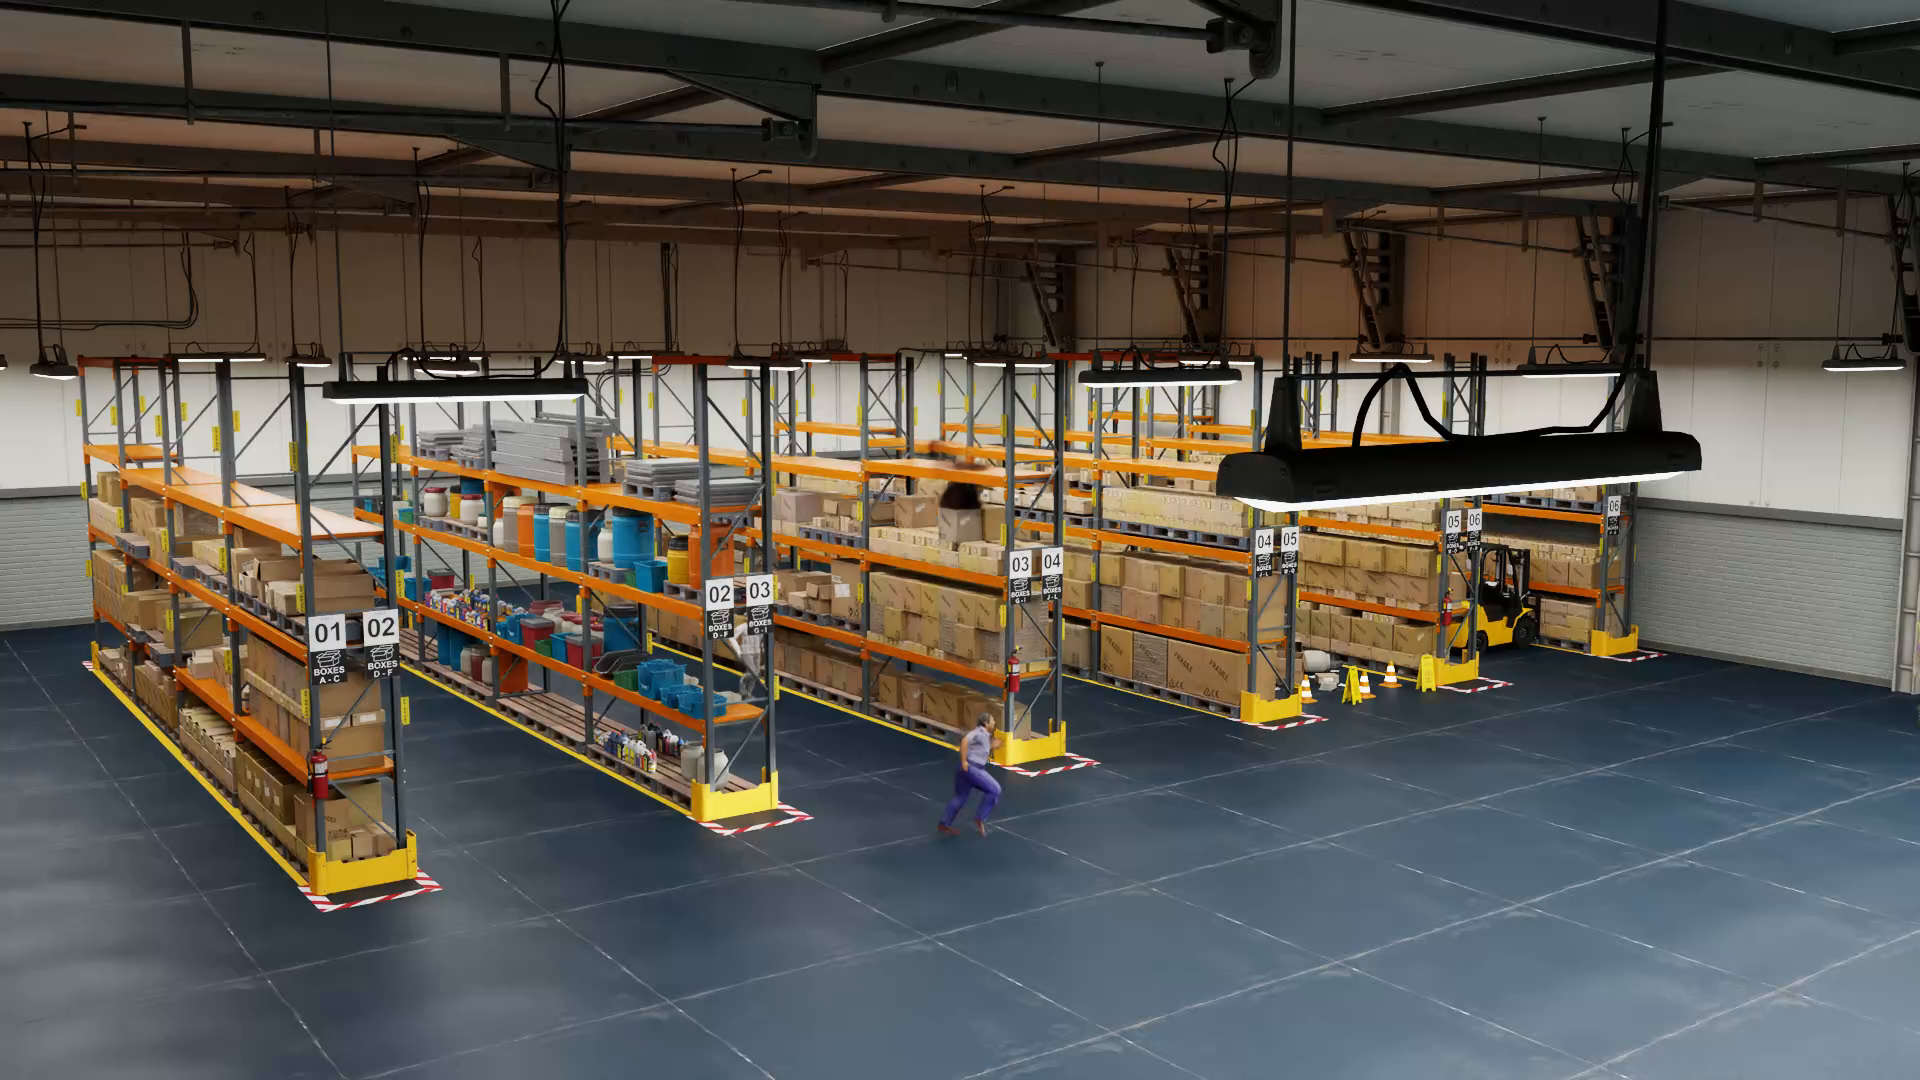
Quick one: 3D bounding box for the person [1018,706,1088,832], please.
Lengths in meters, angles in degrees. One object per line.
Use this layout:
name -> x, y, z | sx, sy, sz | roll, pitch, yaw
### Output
person -> 1.199, 2.954, 21.280 | 0.936, 1.685, 0.627 | -1, 7, -11

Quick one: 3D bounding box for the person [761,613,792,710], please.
person -> -3.075, 2.076, 28.260 | 0.598, 1.679, 0.597 | -5, 9, -36
